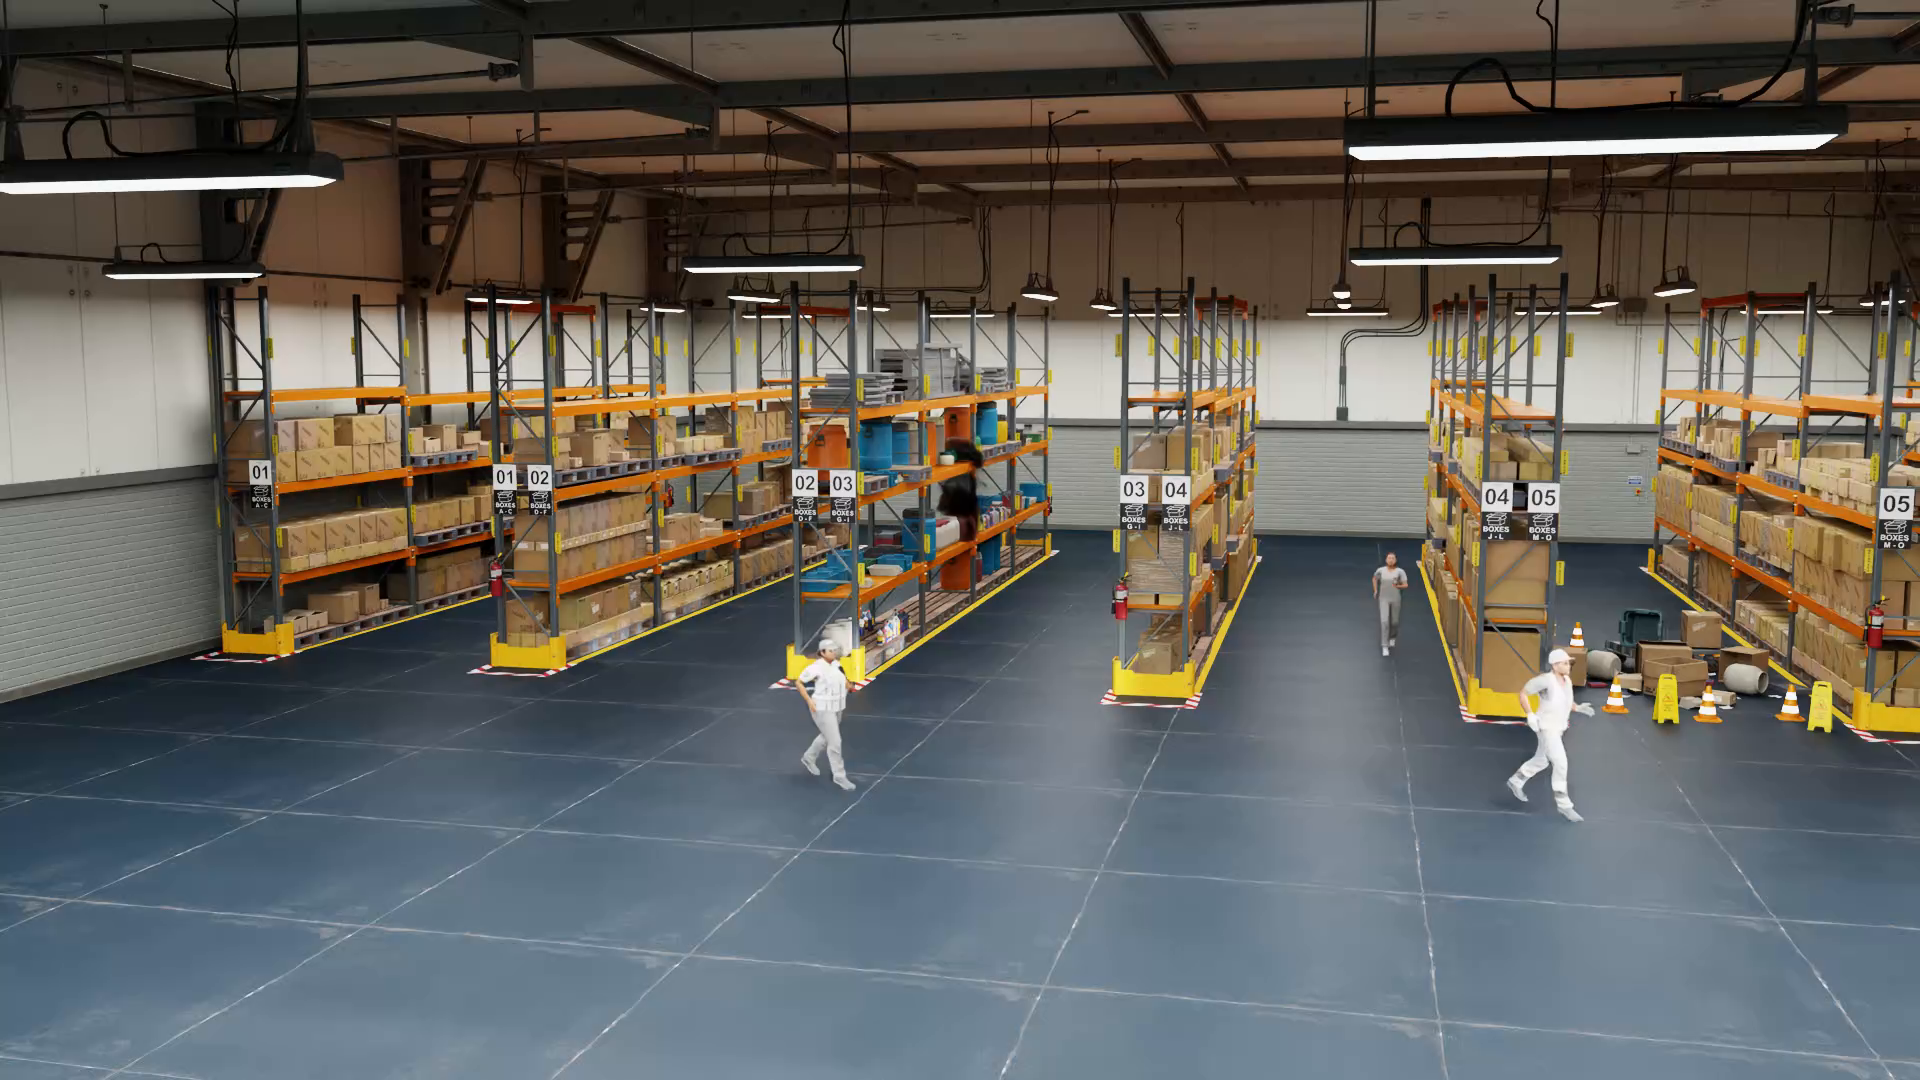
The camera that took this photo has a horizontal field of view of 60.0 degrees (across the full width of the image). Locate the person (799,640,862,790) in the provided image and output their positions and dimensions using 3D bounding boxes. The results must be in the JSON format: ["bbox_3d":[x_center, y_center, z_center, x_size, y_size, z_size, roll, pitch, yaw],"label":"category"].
[{"bbox_3d":[-1.471,1.974,19.075,0.910,1.666,0.601,4,8,32],"label":"person"}]

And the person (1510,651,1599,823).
[{"bbox_3d":[6.374,2.058,17.917,0.615,1.787,0.996,-6,9,-41],"label":"person"}]

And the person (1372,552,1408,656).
[{"bbox_3d":[7.050,1.022,27.296,0.569,1.649,0.966,2,7,13],"label":"person"}]
